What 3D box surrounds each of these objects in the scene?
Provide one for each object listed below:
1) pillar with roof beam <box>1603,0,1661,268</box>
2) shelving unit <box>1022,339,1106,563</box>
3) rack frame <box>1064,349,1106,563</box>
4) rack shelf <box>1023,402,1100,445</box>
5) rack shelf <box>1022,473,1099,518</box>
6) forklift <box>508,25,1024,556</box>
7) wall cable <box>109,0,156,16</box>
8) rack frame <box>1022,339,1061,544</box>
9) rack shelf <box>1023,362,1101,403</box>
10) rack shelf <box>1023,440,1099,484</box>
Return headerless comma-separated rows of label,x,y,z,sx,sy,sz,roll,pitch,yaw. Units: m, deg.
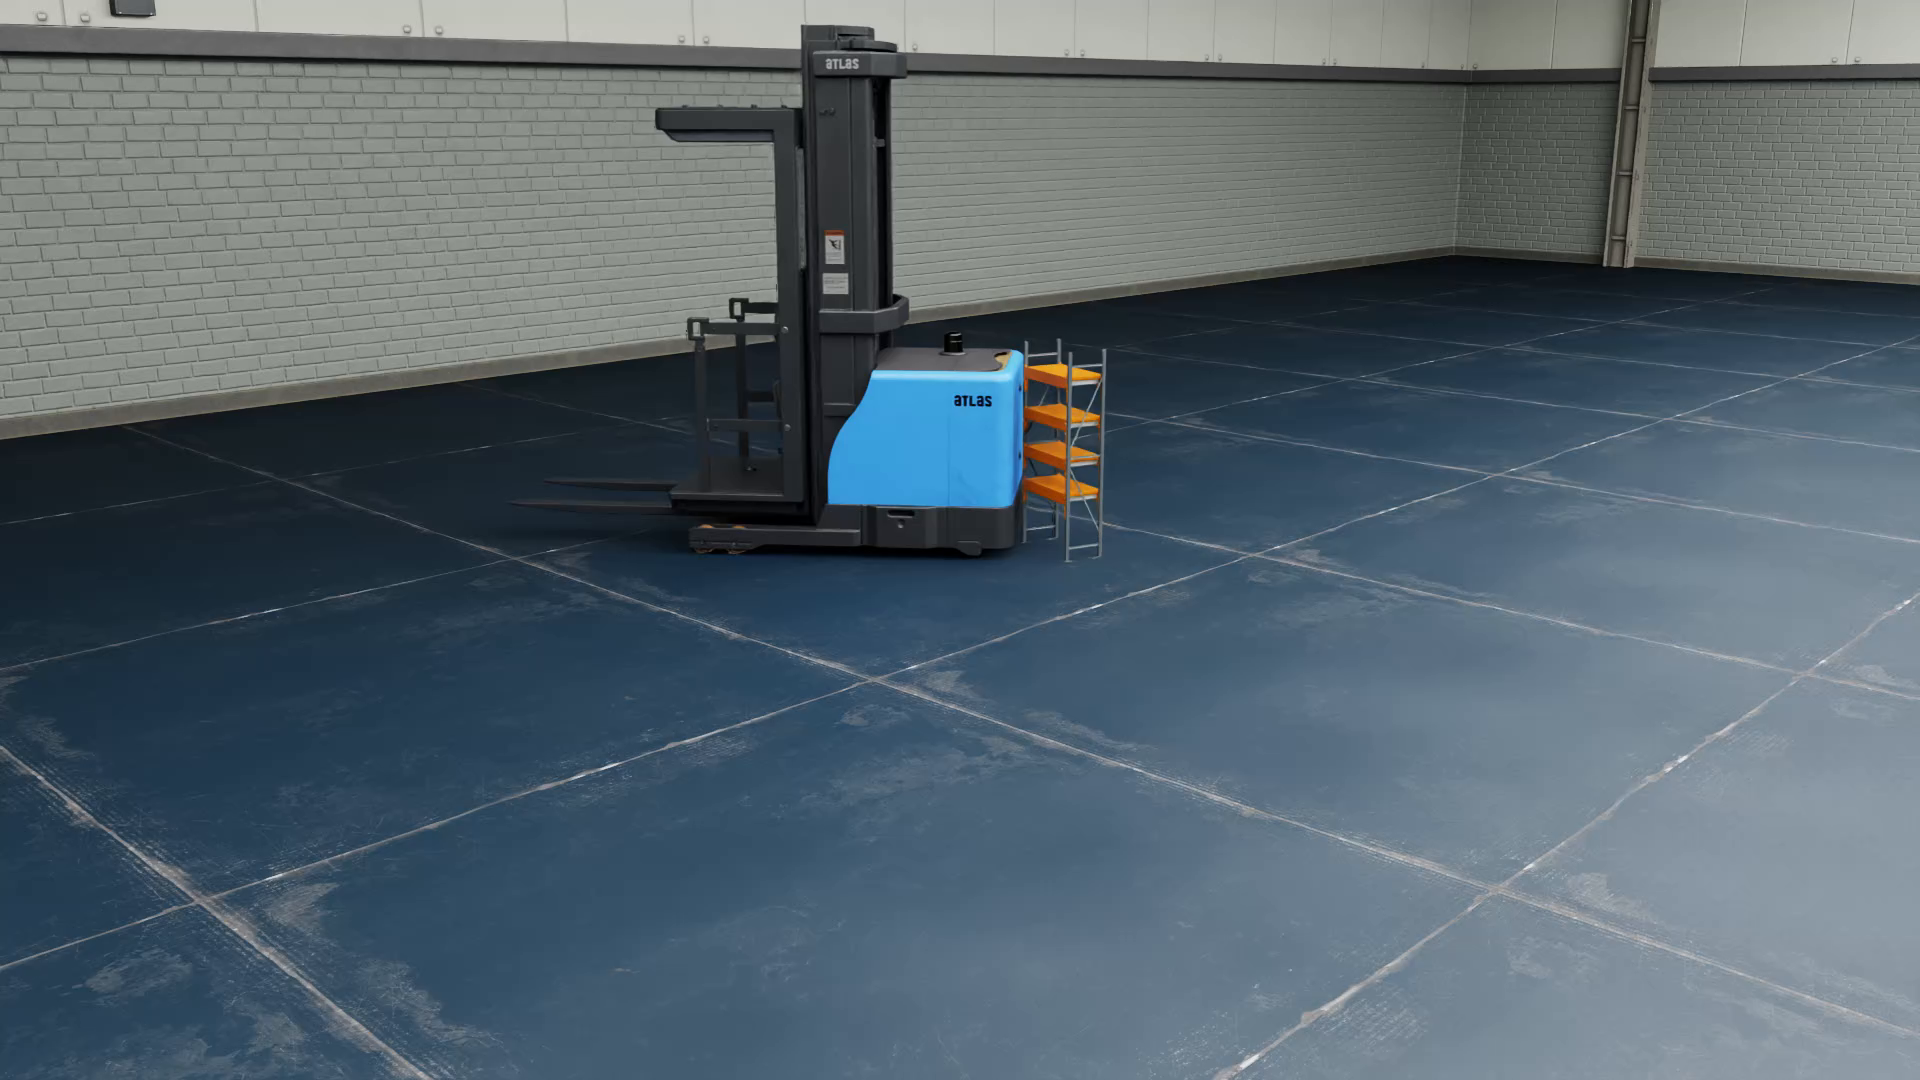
pillar with roof beam,7.697,-8.017,22.854,0.400,9.000,9.100,14,20,42
shelving unit,0.589,-0.518,9.540,0.258,1.200,0.503,-7,16,-27
rack frame,0.702,-0.463,9.330,0.240,1.200,0.015,-7,16,-27
rack shelf,0.589,-0.669,9.500,0.258,0.148,0.480,-7,16,-27
rack shelf,0.589,-0.261,9.607,0.258,0.148,0.480,-7,16,-27
forklift,-1.150,-1.465,9.740,3.031,2.935,1.130,2,15,6
wall cable,-5.781,-7.203,12.984,0.169,6.003,2.305,14,20,42
rack frame,0.476,-0.572,9.749,0.240,1.200,0.015,-7,16,-27
rack shelf,0.589,-0.898,9.441,0.258,0.148,0.480,-7,16,-27
rack shelf,0.589,-0.453,9.557,0.258,0.148,0.480,-7,16,-27
